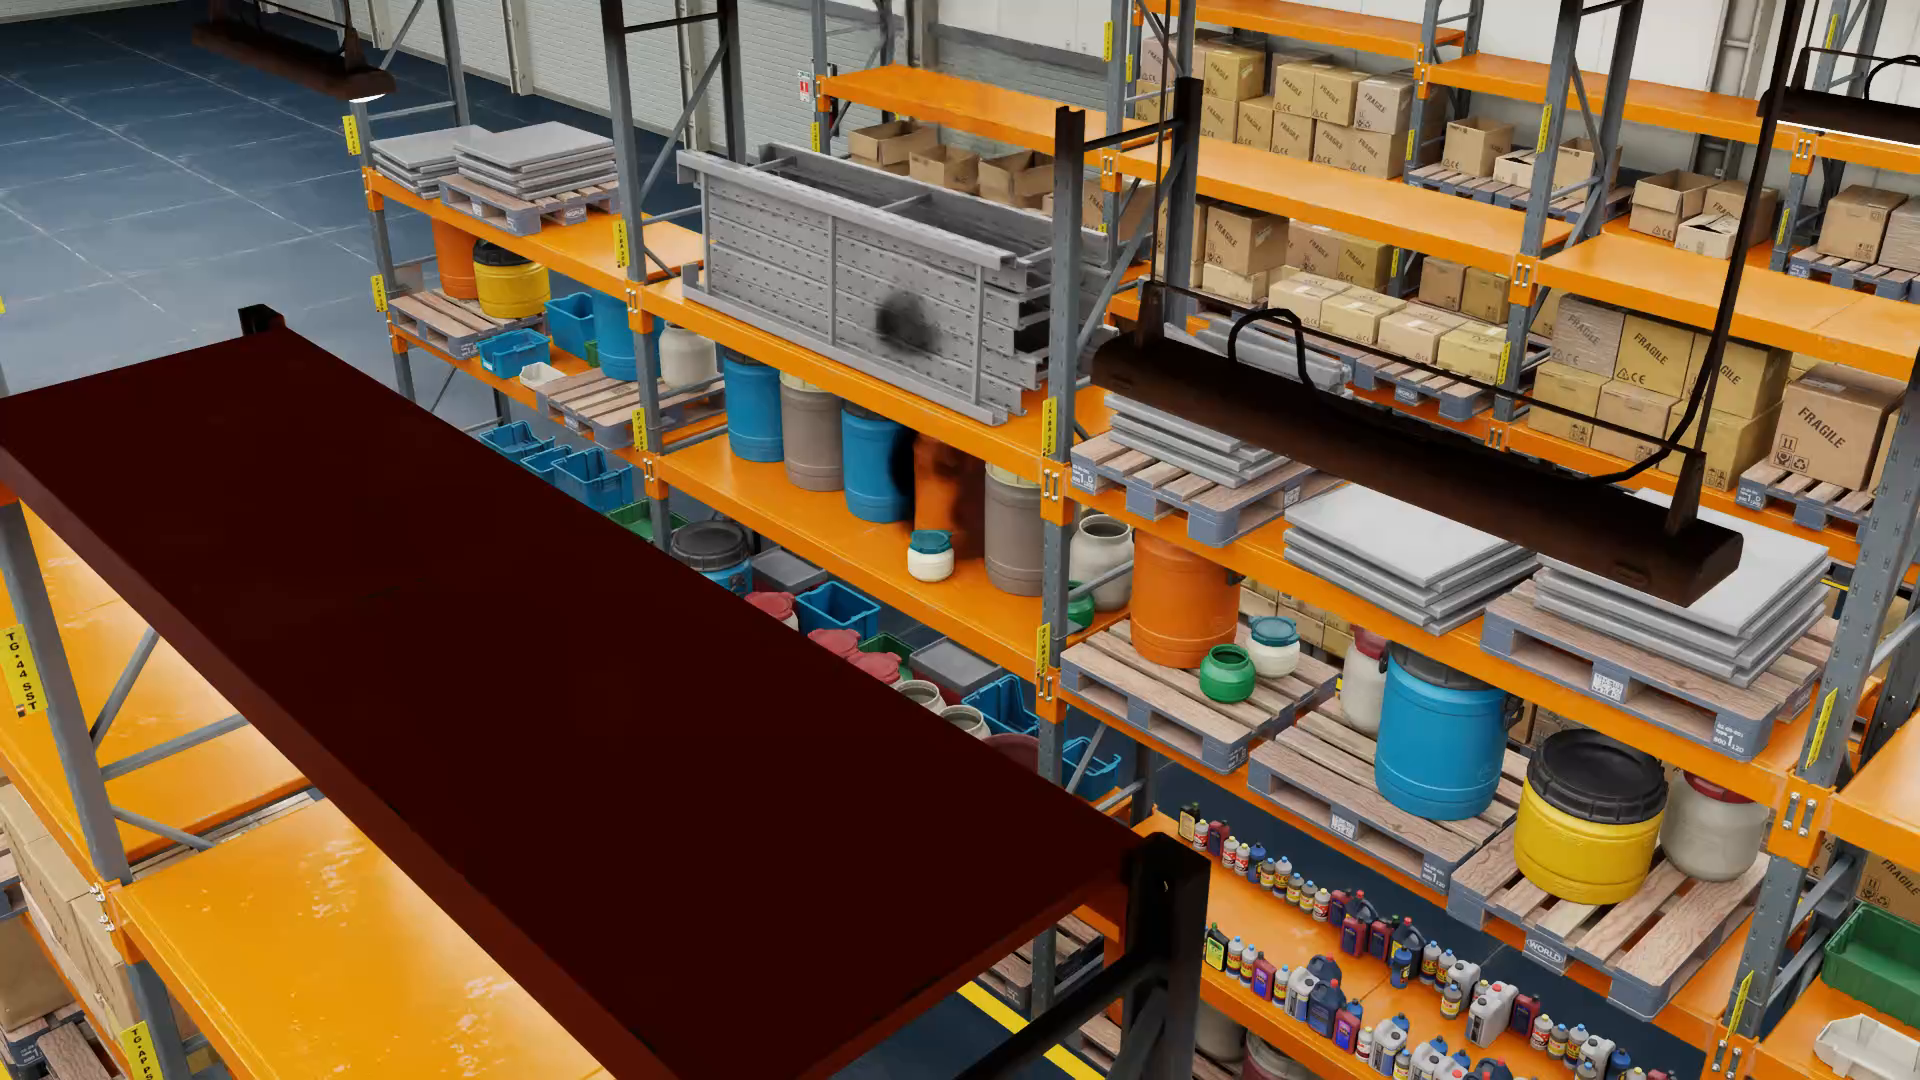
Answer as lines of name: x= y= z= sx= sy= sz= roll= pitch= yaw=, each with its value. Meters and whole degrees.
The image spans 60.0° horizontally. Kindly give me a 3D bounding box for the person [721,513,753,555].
person: x=-1.967 y=-0.027 z=15.257 sx=0.578 sy=1.600 sz=0.582 roll=24 pitch=36 yaw=37
